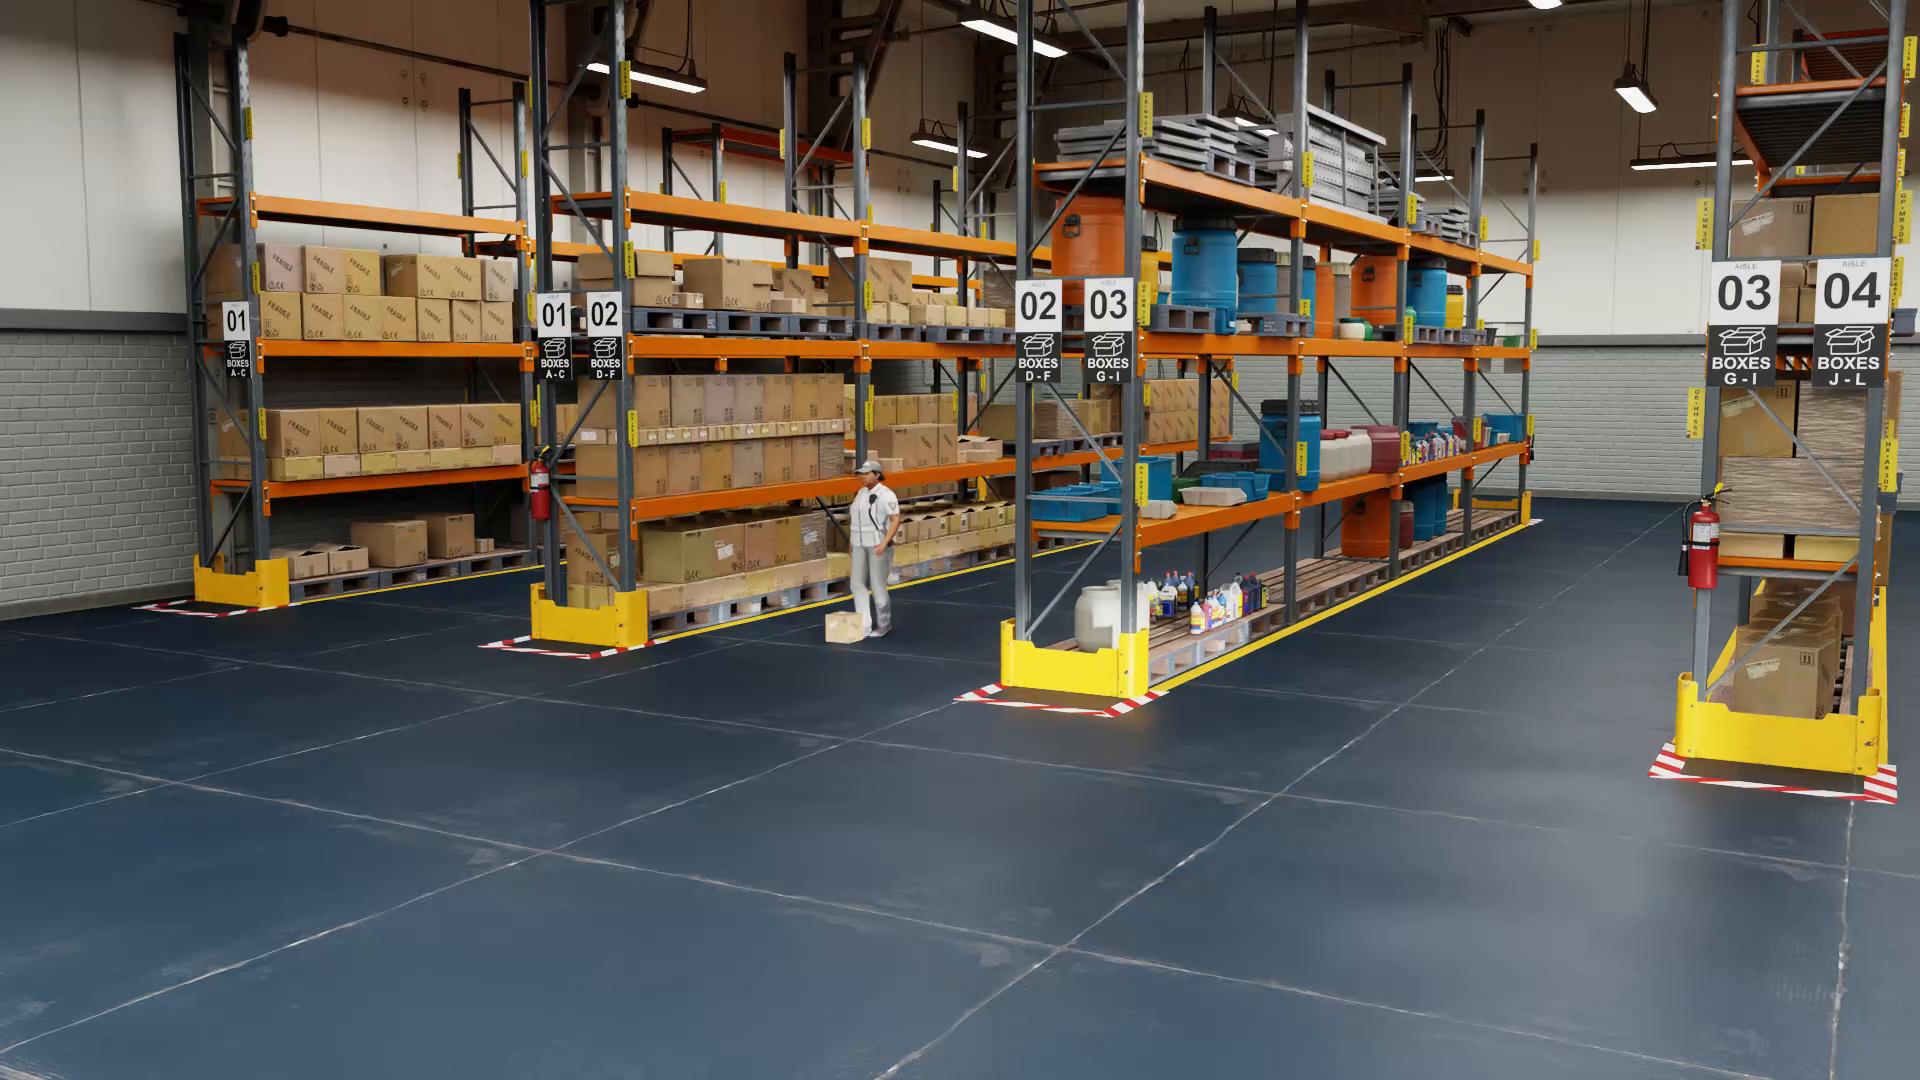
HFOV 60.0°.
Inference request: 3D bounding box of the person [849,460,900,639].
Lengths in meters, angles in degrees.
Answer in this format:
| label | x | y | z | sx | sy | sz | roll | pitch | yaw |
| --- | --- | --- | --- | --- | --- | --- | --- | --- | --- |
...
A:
| label | x | y | z | sx | sy | sz | roll | pitch | yaw |
| --- | --- | --- | --- | --- | --- | --- | --- | --- | --- |
| person | -0.878 | 0.118 | 15.634 | 0.655 | 1.726 | 0.563 | 4 | 7 | 34 |
